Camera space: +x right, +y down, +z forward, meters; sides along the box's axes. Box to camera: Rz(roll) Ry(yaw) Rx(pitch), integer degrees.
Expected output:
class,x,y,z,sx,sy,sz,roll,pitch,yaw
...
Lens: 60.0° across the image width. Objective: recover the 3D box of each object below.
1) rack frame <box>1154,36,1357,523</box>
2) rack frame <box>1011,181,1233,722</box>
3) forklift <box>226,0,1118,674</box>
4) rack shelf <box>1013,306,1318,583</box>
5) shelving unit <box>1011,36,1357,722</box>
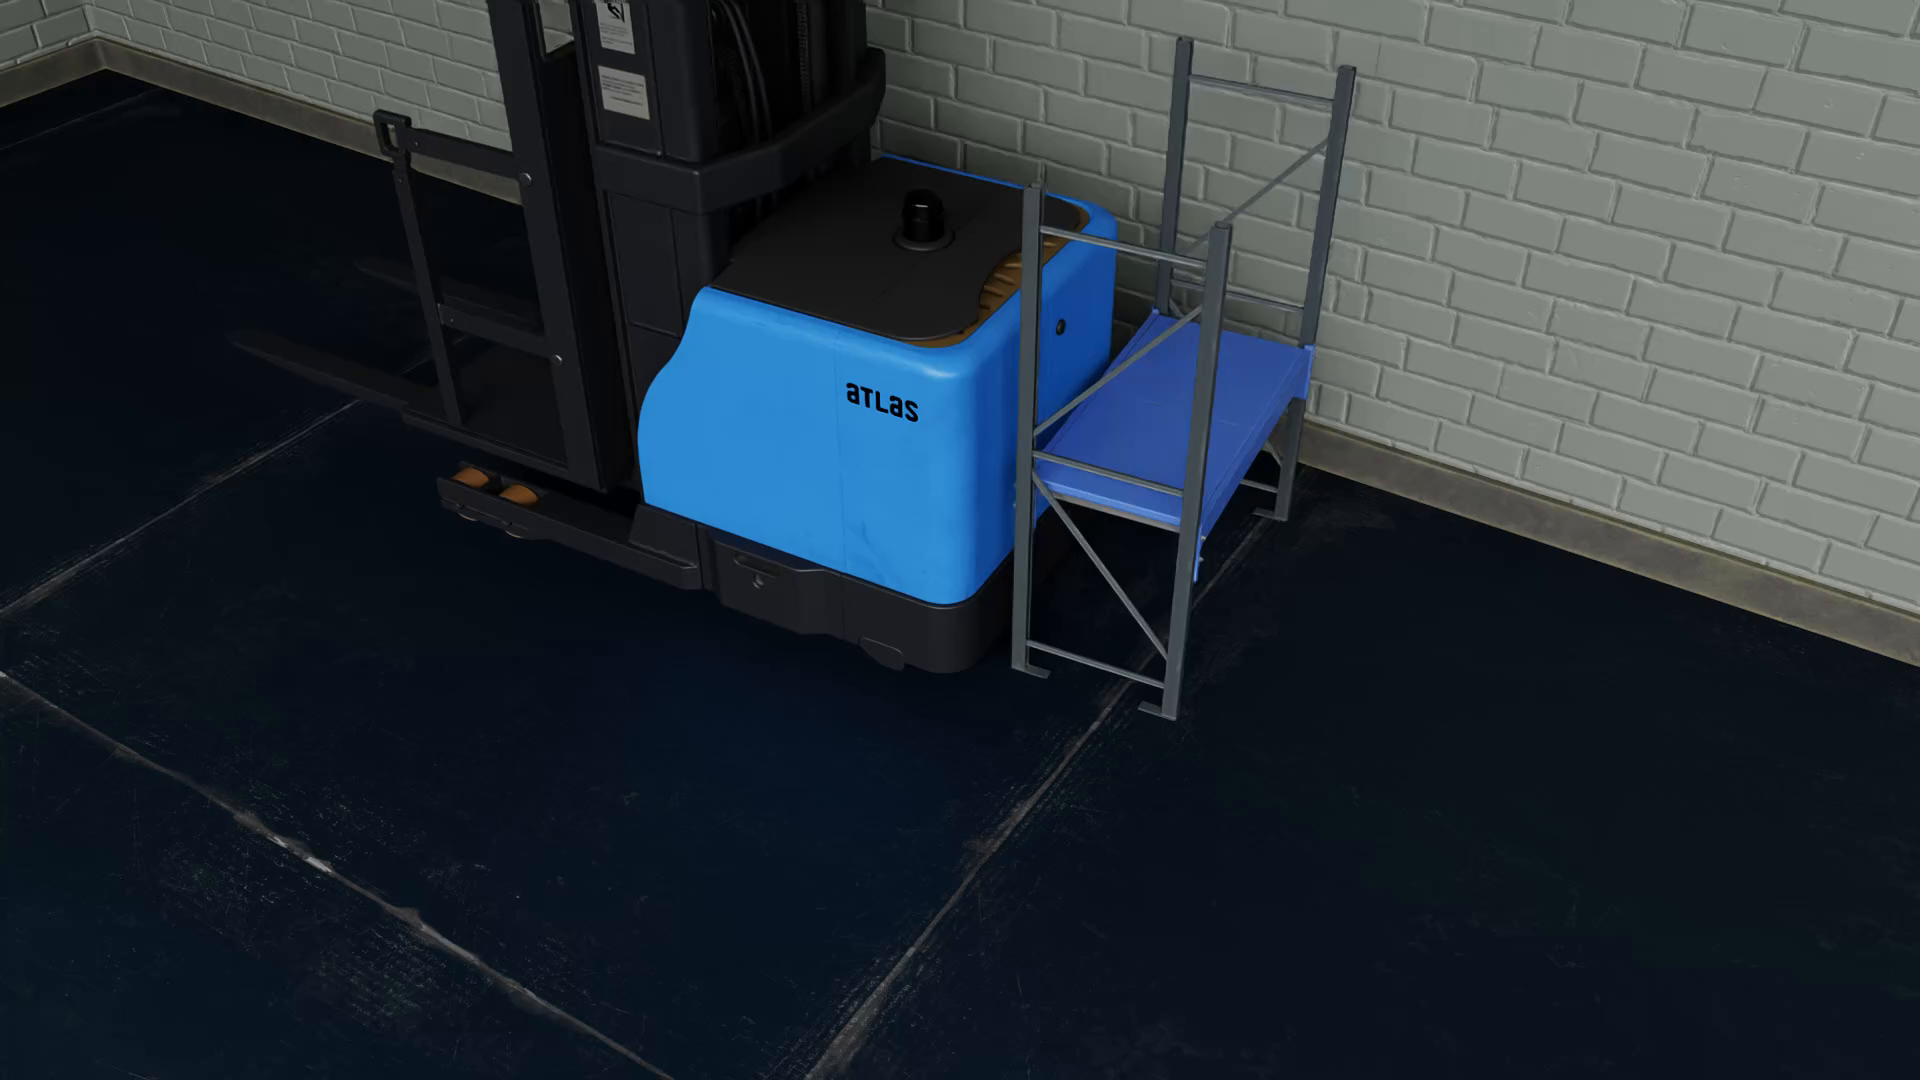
class,x,y,z,sx,sy,sz,roll,pitch,yaw
rack frame,0.826,-0.724,4.961,0.500,1.500,0.032,17,41,20
rack frame,0.378,-0.167,4.238,0.500,1.500,0.032,17,41,20
forklift,-1.078,-1.430,4.704,3.031,2.935,1.130,18,41,22
rack shelf,0.602,-0.303,4.710,0.538,0.185,1.000,17,41,20
shelving unit,0.602,-0.446,4.600,0.538,1.500,1.048,17,41,20
